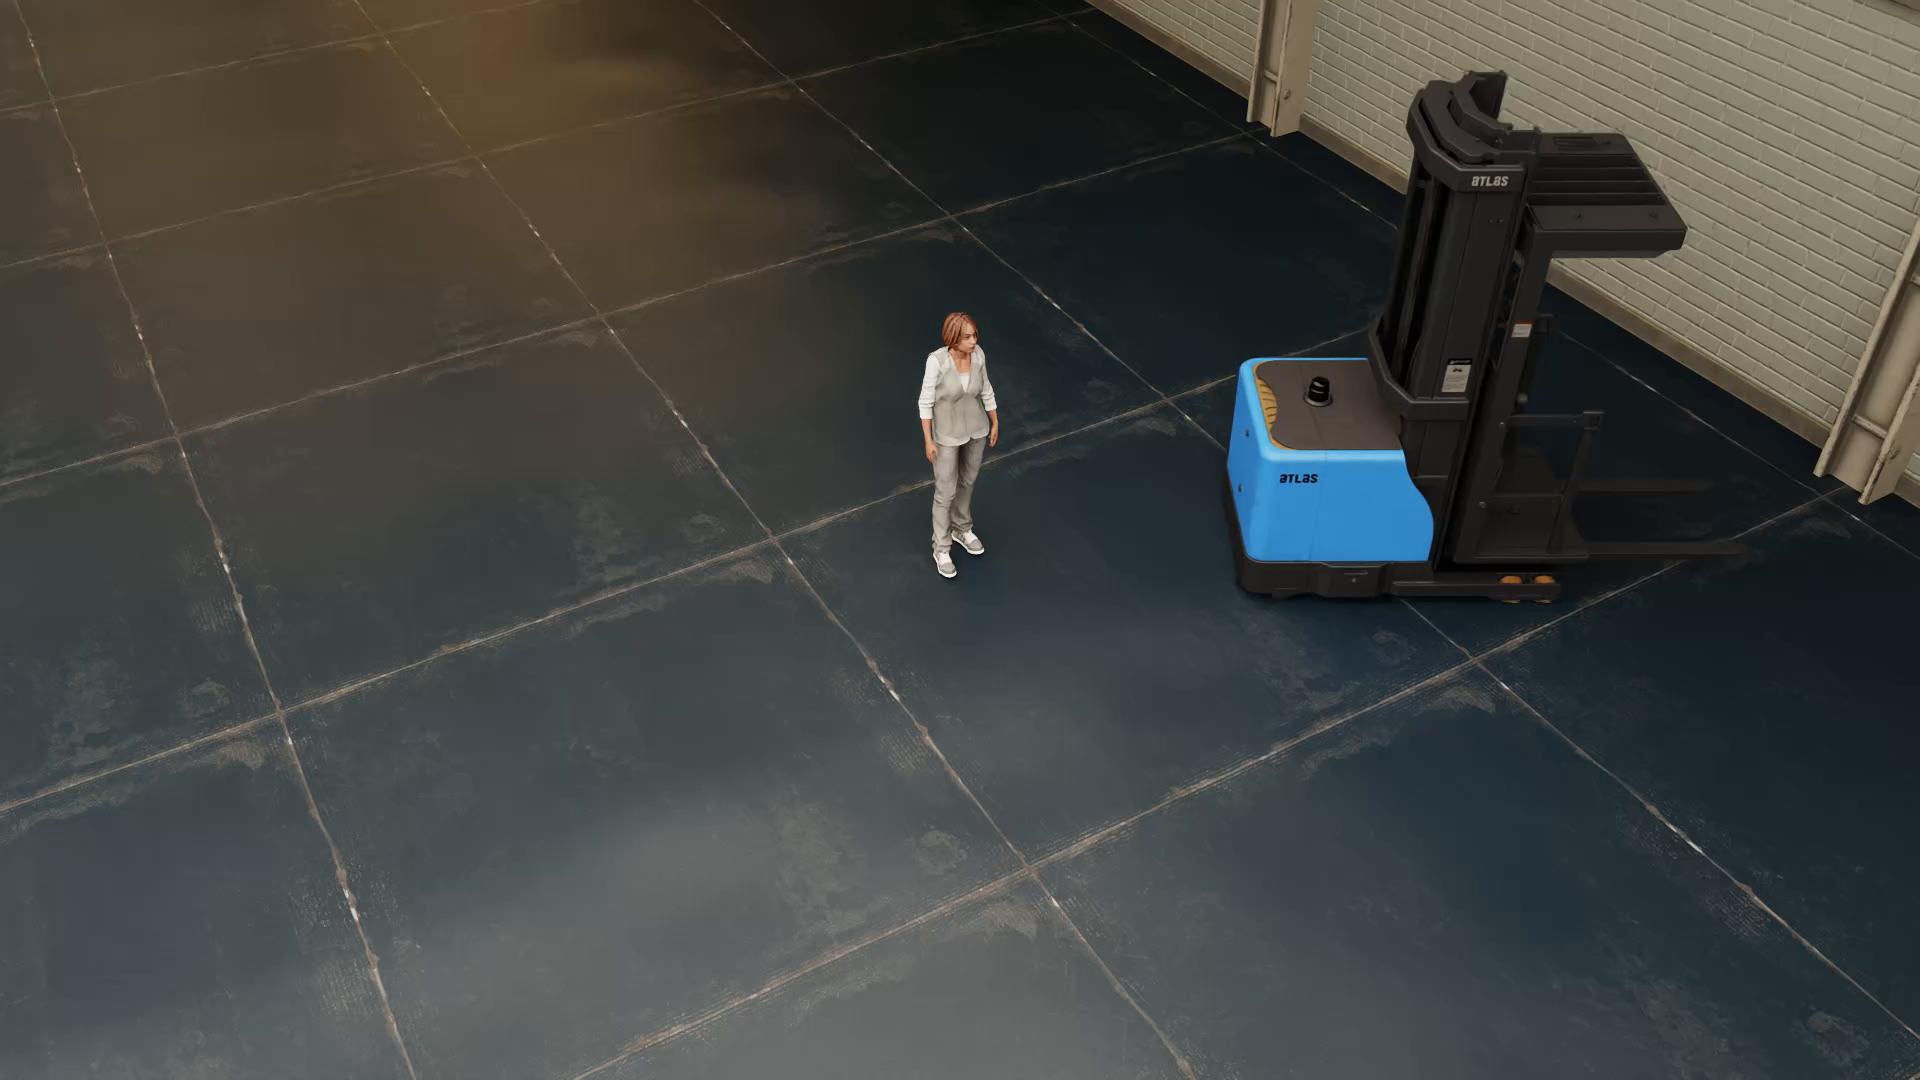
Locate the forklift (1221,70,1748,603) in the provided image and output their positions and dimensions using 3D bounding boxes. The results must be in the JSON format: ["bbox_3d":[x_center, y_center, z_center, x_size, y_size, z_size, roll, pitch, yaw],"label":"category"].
[{"bbox_3d":[3.178,-1.095,9.356,3.031,2.935,1.130,0,40,0],"label":"forklift"}]

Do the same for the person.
[{"bbox_3d":[0.025,-0.575,9.763,0.521,1.596,0.475,-20,44,-23],"label":"person"}]
